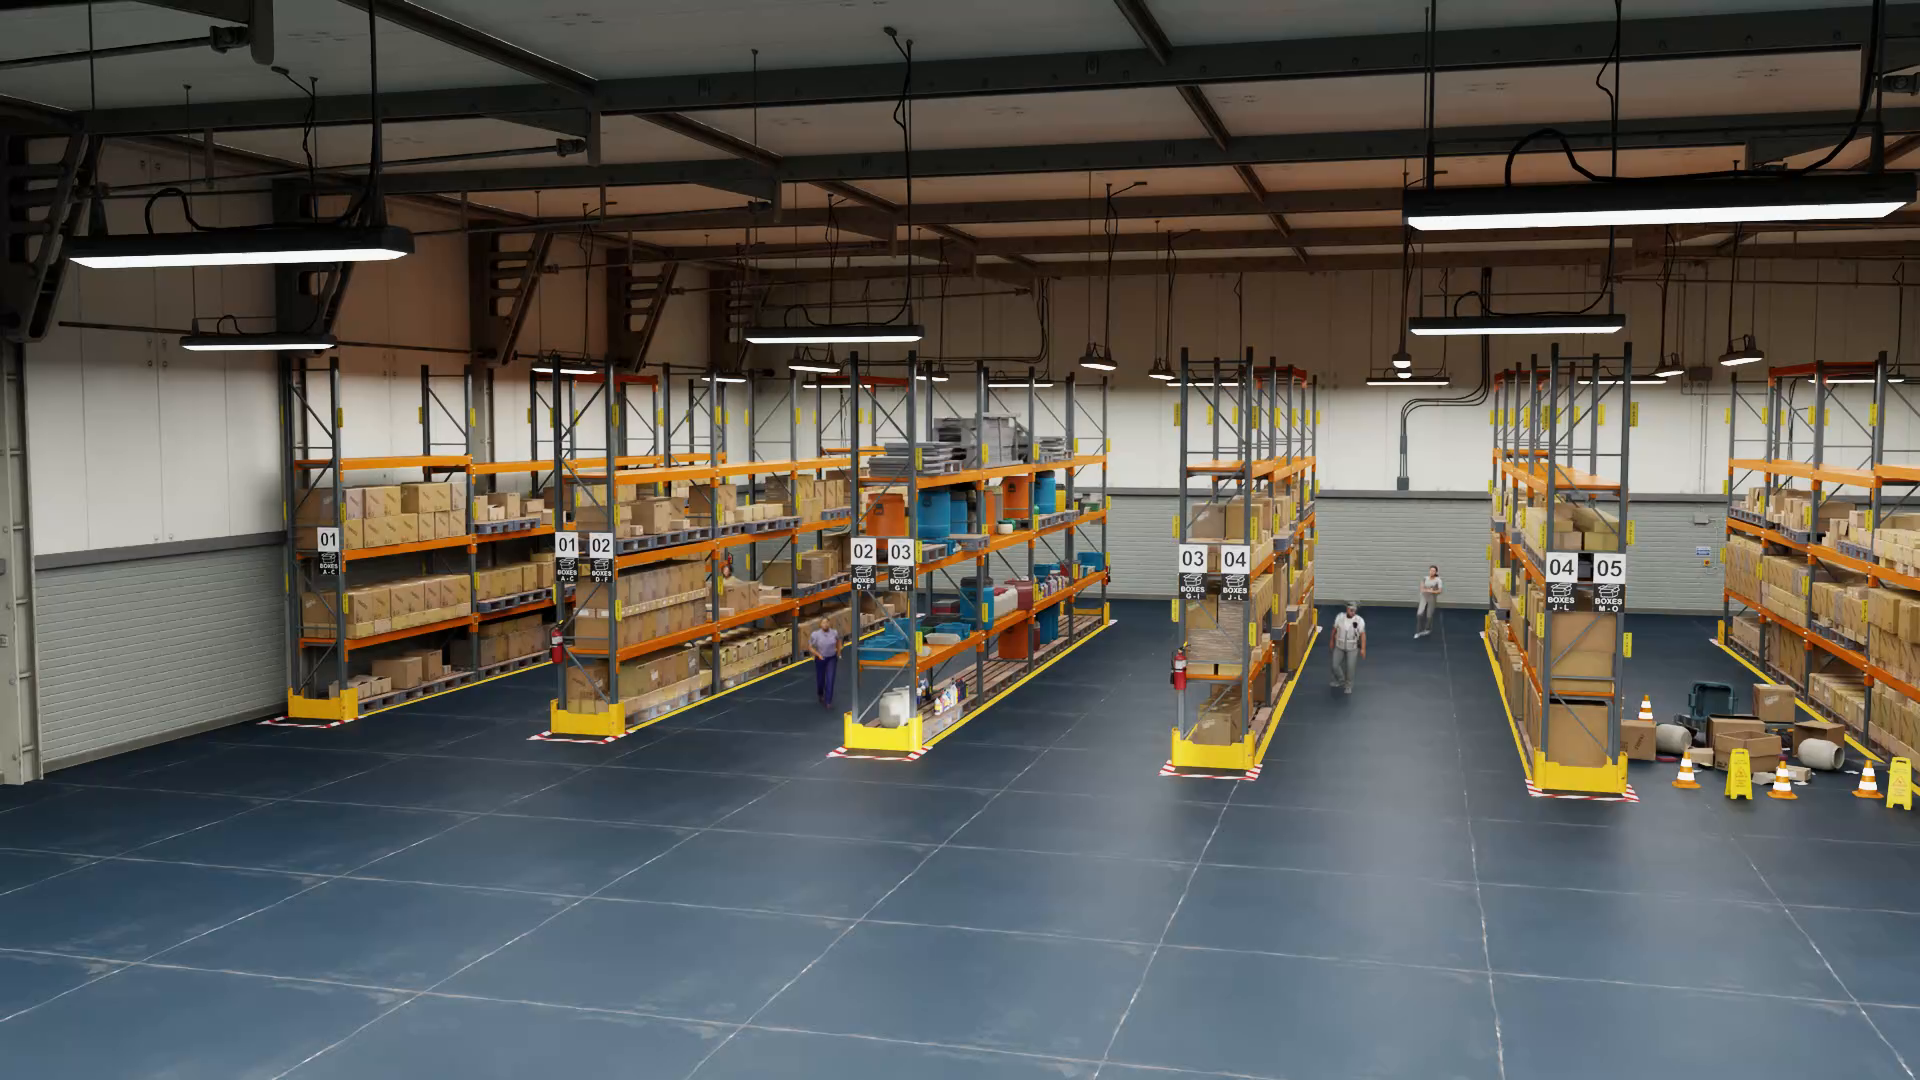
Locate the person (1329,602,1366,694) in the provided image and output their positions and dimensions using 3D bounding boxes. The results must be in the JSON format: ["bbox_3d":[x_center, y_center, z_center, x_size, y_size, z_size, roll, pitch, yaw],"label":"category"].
[{"bbox_3d":[7.029,1.939,30.174,0.717,1.695,0.624,2,5,23],"label":"person"}]

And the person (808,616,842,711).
[{"bbox_3d":[-2.336,2.096,28.757,0.598,1.606,0.823,-1,4,-7],"label":"person"}]

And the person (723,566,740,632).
[{"bbox_3d":[-5.218,1.419,37.487,0.528,1.691,0.781,1,4,17],"label":"person"}]

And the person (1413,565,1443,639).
[{"bbox_3d":[10.705,1.416,37.781,0.588,1.707,0.710,3,5,33],"label":"person"}]
